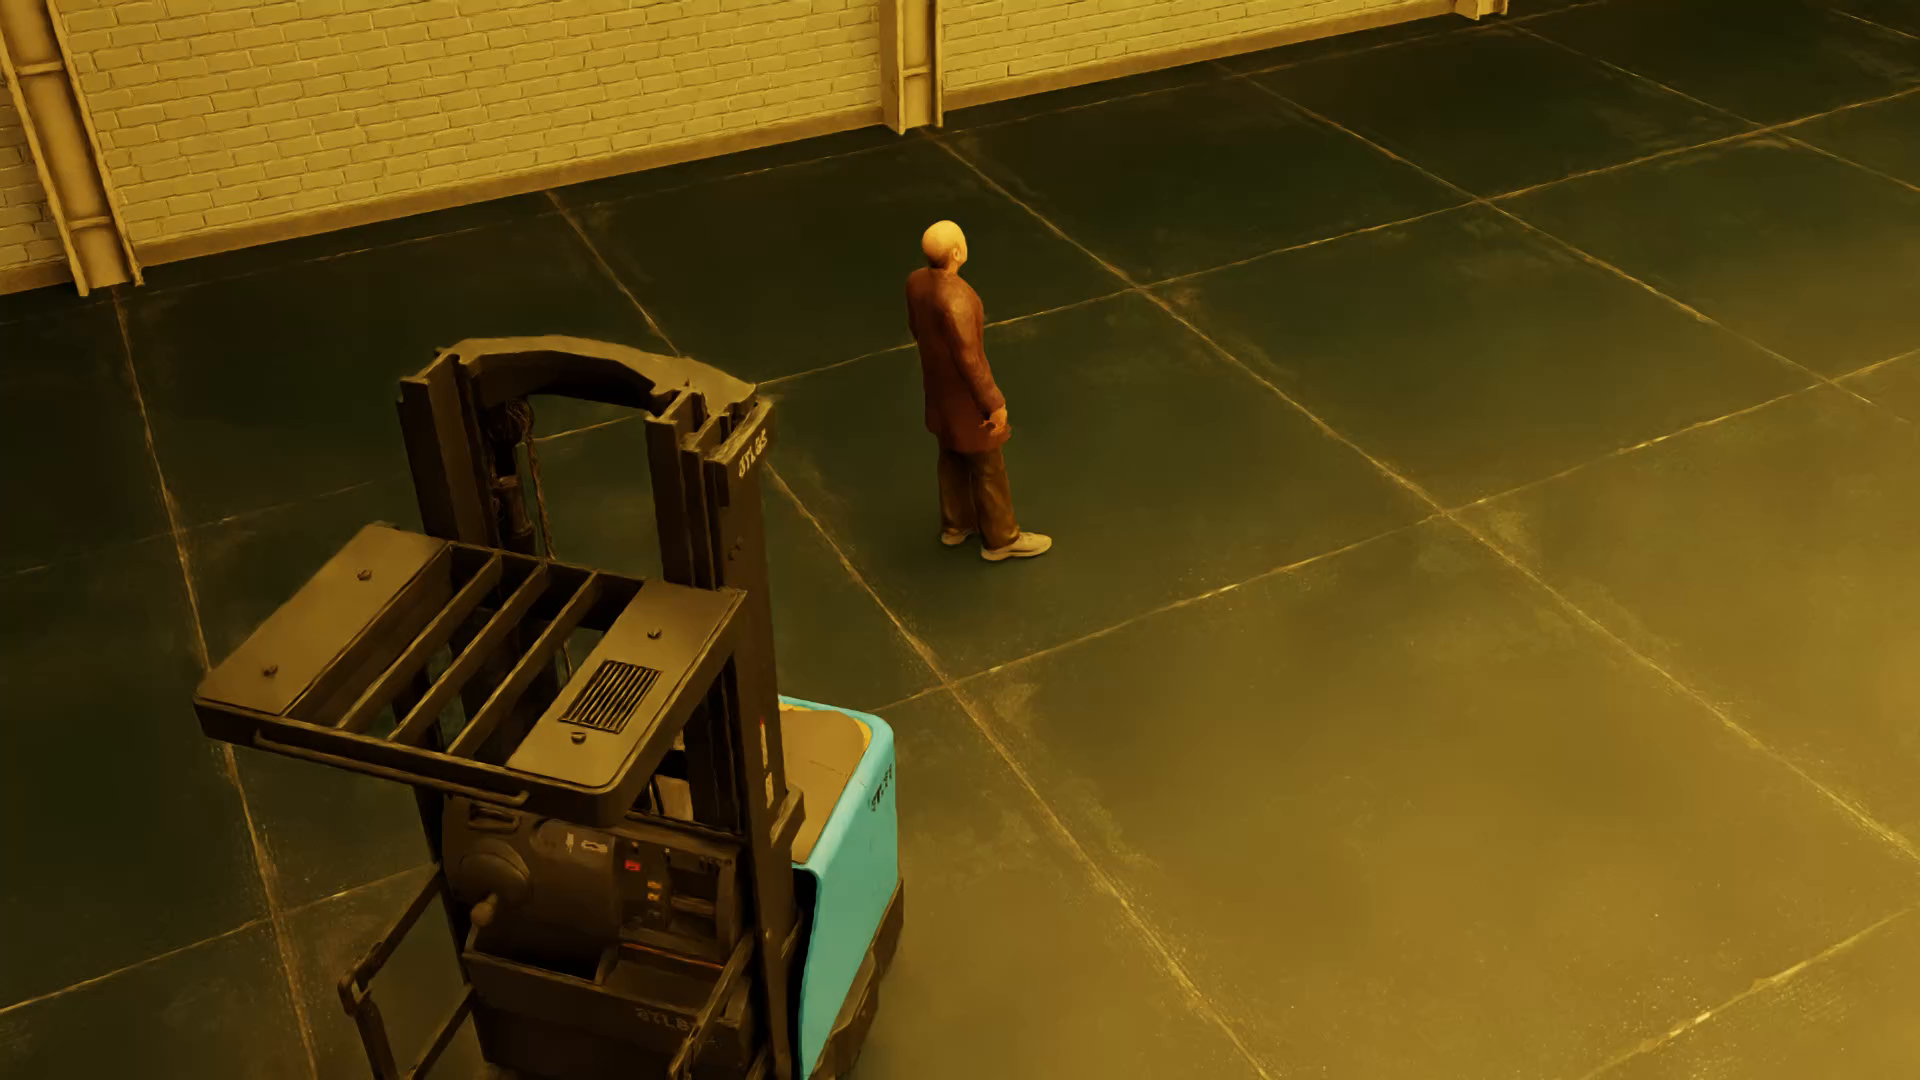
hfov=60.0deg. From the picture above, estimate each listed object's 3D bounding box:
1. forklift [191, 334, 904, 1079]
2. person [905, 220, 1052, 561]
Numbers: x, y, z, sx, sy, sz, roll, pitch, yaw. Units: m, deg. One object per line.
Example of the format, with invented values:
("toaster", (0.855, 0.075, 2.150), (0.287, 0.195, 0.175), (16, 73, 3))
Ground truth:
("forklift", (-1.139, 1.043, 4.648), (1.130, 2.935, 3.031), (10, 36, 14))
("person", (0.083, -0.754, 8.177), (0.580, 1.776, 0.694), (-17, 39, -23))
